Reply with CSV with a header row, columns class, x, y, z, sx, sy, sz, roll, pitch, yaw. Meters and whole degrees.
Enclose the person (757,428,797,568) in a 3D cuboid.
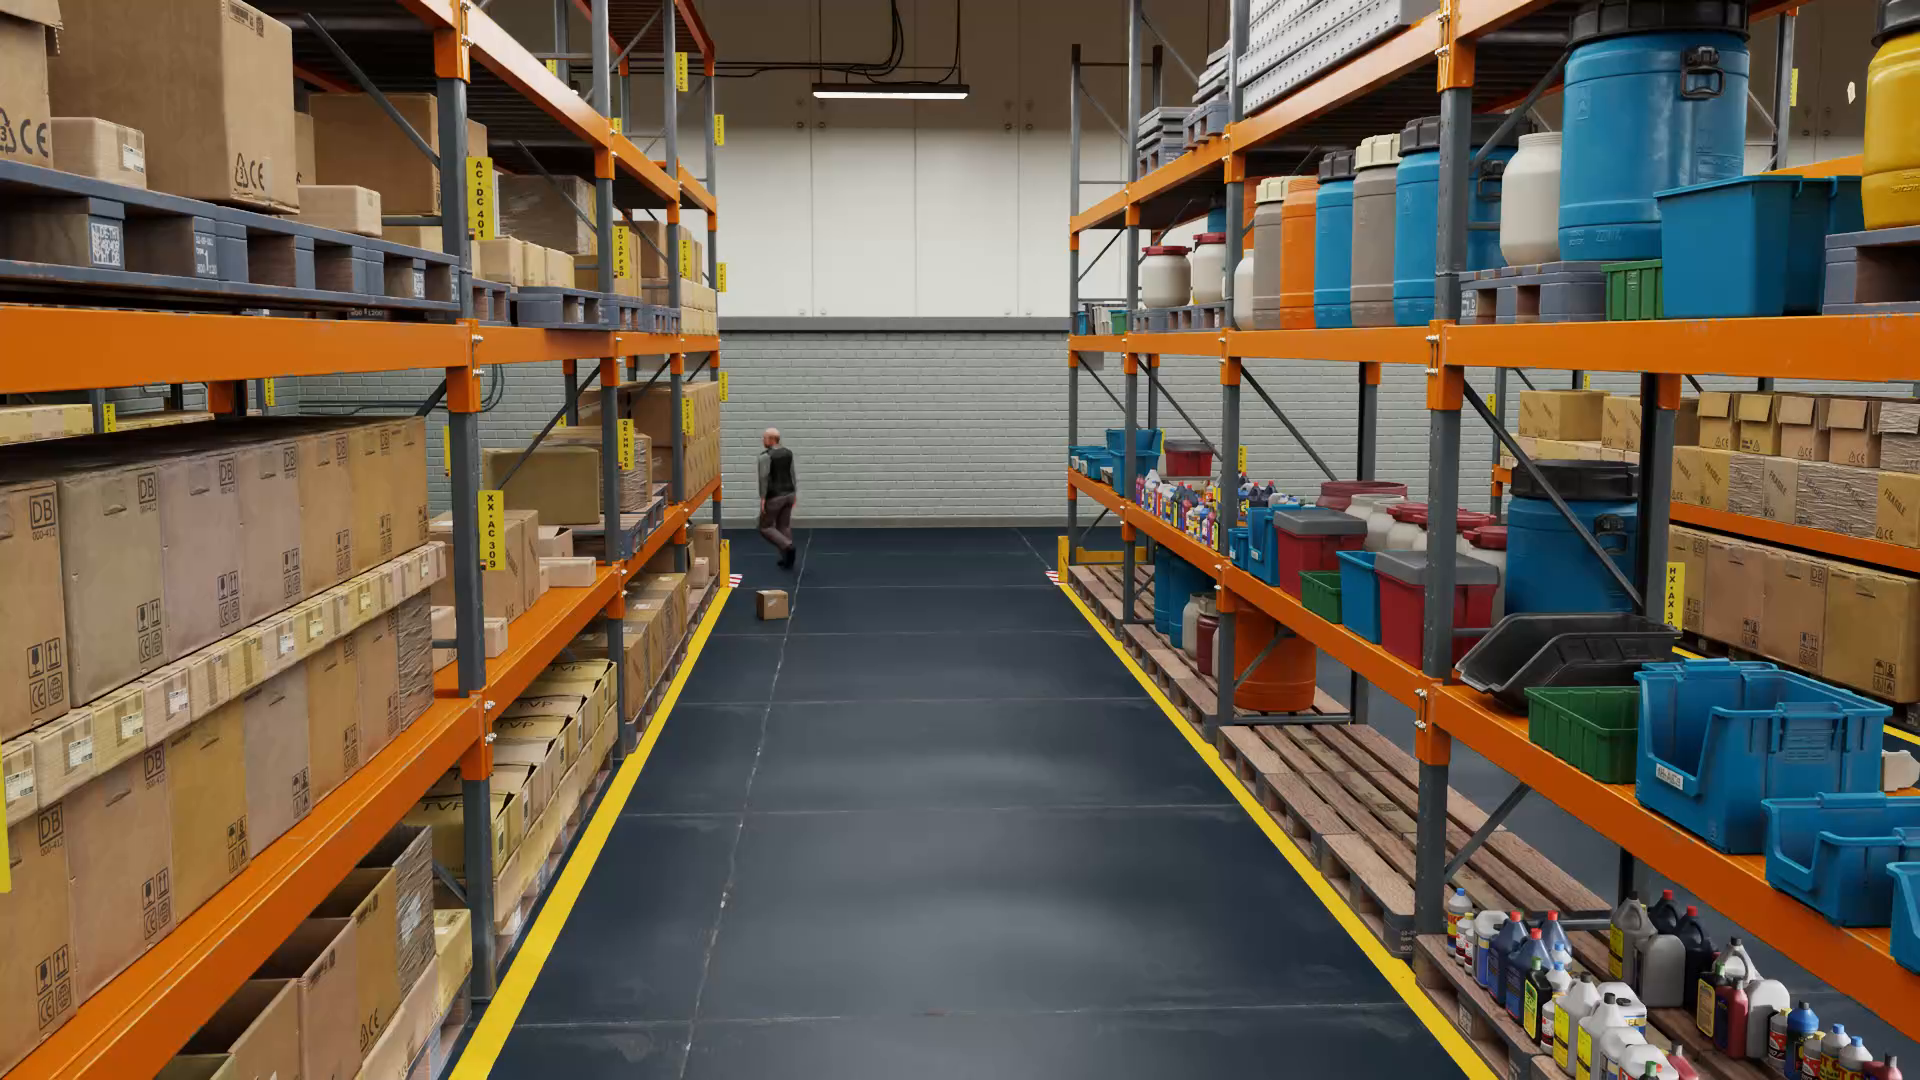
class,x,y,z,sx,sy,sz,roll,pitch,yaw
person,-2.158,-0.495,19.916,0.540,1.693,0.652,6,9,43
